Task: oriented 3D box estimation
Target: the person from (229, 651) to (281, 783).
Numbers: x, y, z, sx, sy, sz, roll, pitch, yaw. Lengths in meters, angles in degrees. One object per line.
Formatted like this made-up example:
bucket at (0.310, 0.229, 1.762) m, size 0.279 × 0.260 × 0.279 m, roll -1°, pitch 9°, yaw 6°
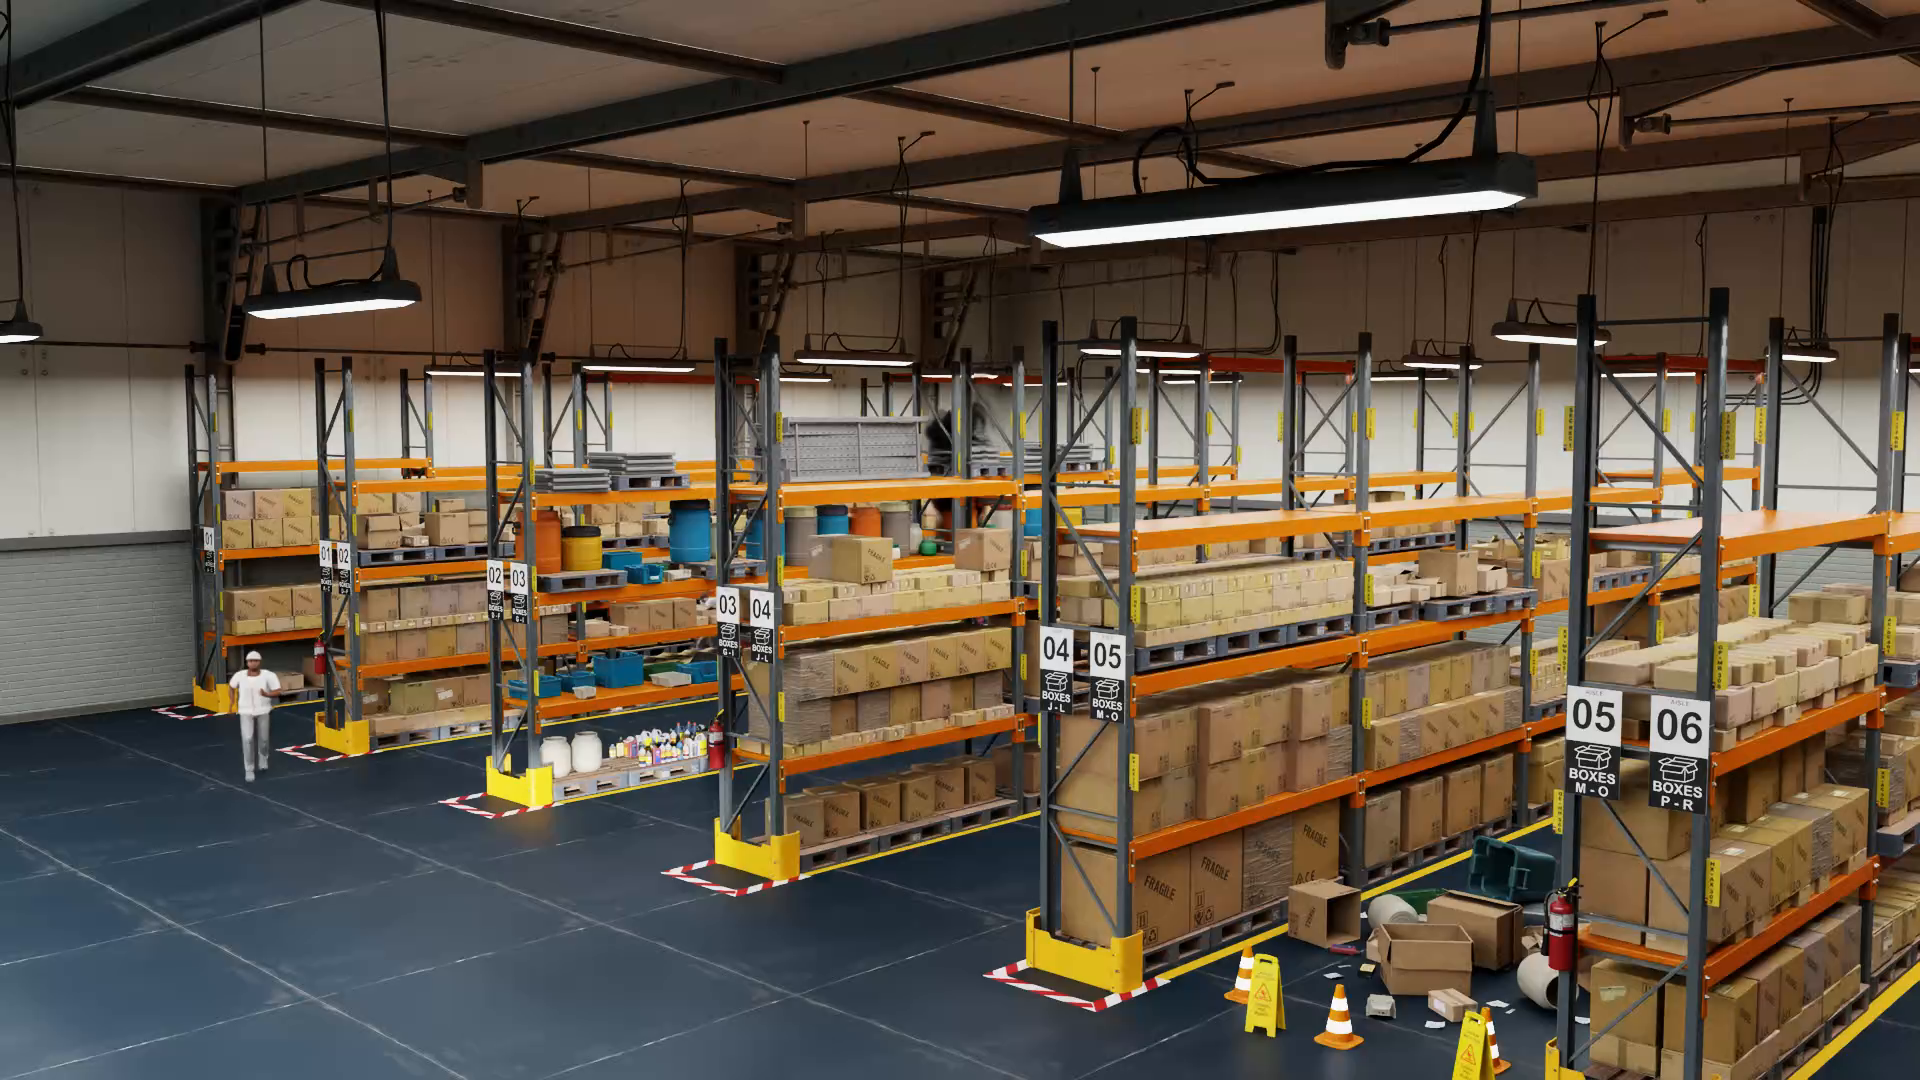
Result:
person at (-9.976, 2.455, 23.535) m, size 0.691 × 1.775 × 0.947 m, roll -2°, pitch 5°, yaw -21°

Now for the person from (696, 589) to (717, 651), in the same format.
person at (-4.989, 1.742, 33.175) m, size 1.010 × 1.774 × 0.678 m, roll -4°, pitch 6°, yaw -45°
